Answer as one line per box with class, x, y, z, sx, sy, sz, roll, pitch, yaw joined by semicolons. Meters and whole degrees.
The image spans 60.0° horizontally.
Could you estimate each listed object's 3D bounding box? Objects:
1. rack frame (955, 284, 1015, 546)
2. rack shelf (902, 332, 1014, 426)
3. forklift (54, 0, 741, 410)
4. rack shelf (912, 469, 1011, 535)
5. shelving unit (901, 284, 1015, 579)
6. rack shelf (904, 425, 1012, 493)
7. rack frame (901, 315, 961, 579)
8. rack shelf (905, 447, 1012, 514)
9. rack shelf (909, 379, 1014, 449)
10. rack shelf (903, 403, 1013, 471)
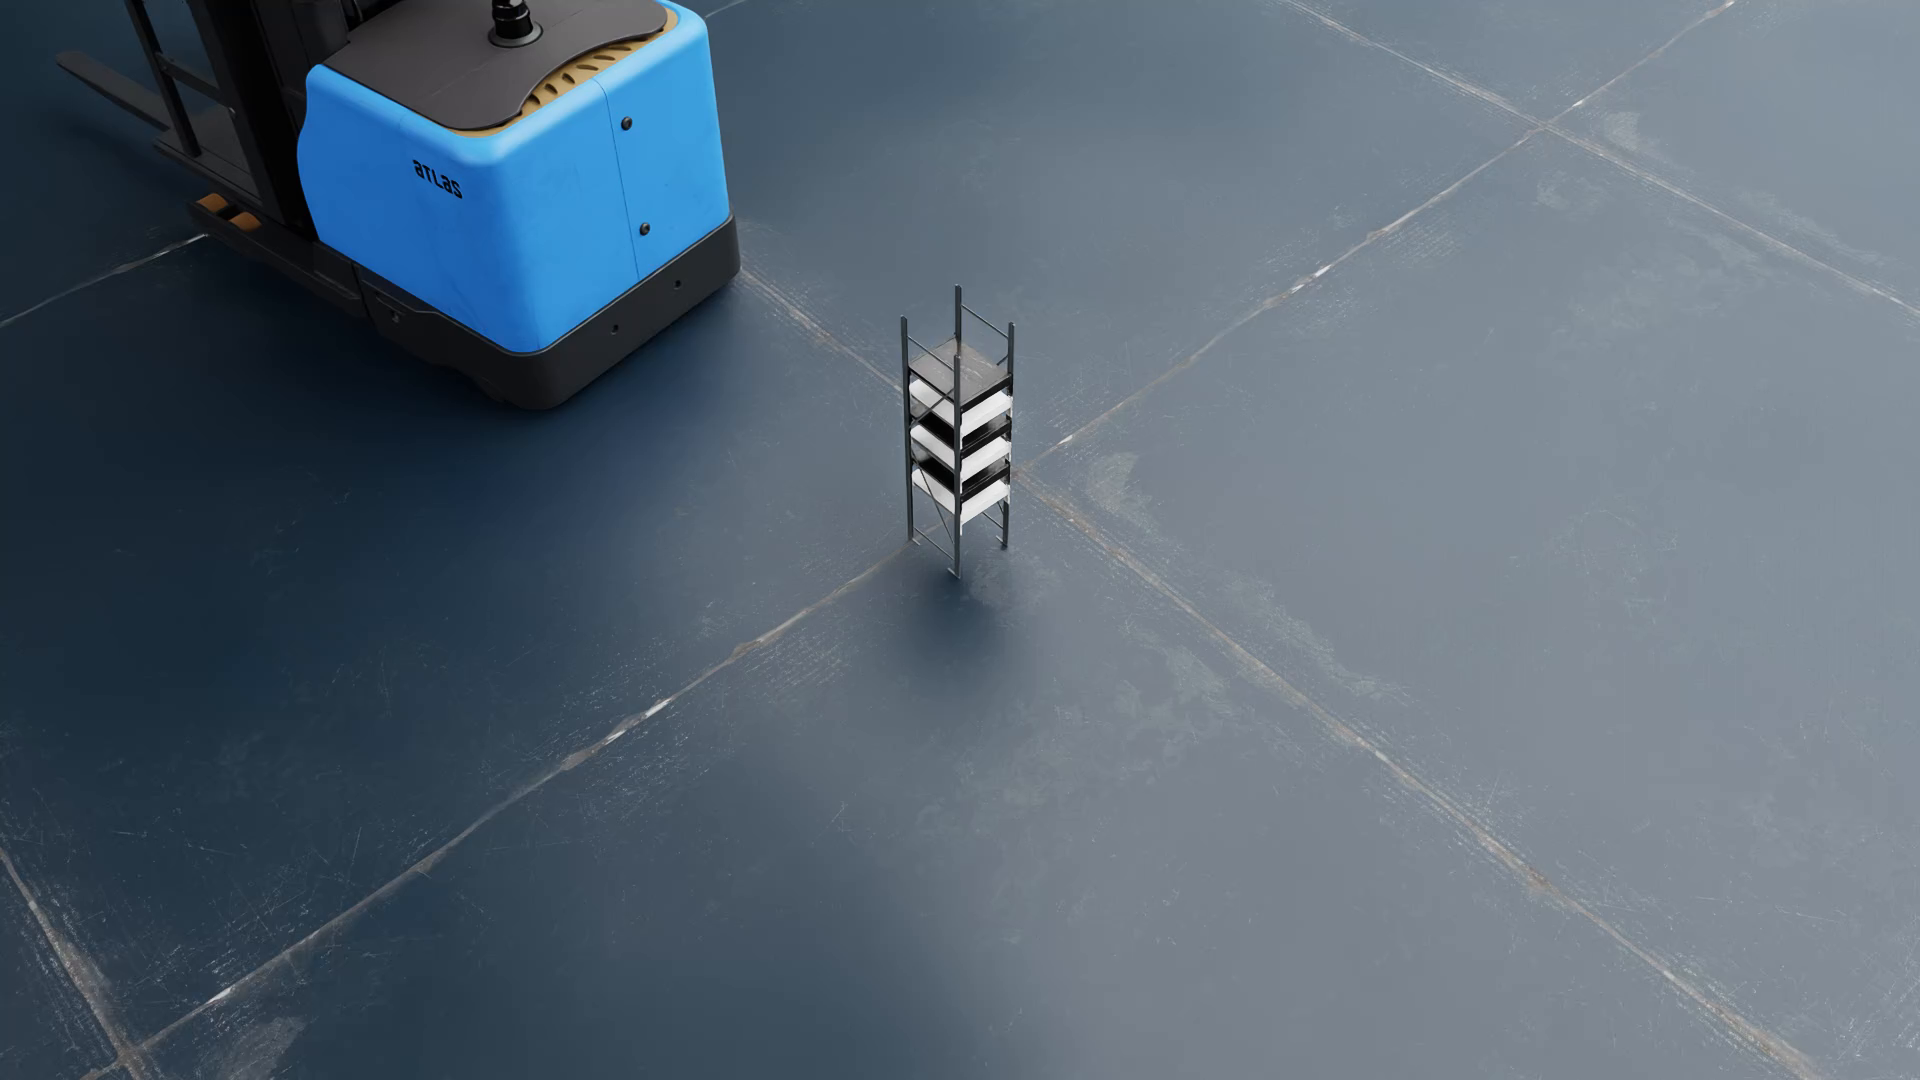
rack frame;0.069;-0.351;4.962;0.006;0.900;0.240;-34;56;-27
rack shelf;-0.006;-0.462;4.742;0.200;0.077;0.258;-34;56;-27
forklift;-2.280;-2.327;5.403;3.031;2.935;1.130;29;54;24
rack shelf;-0.006;-0.156;5.072;0.200;0.077;0.258;-34;56;-27
shelving unit;-0.006;-0.301;4.916;0.210;0.900;0.258;-34;56;-27
rack shelf;-0.006;-0.279;4.940;0.200;0.077;0.258;-34;56;-27
rack frame;-0.081;-0.251;4.869;0.006;0.900;0.240;-34;56;-27
rack shelf;-0.006;-0.218;5.006;0.200;0.077;0.258;-34;56;-27
rack shelf;-0.006;-0.401;4.808;0.200;0.077;0.258;-34;56;-27
rack shelf;-0.006;-0.340;4.874;0.200;0.077;0.258;-34;56;-27
